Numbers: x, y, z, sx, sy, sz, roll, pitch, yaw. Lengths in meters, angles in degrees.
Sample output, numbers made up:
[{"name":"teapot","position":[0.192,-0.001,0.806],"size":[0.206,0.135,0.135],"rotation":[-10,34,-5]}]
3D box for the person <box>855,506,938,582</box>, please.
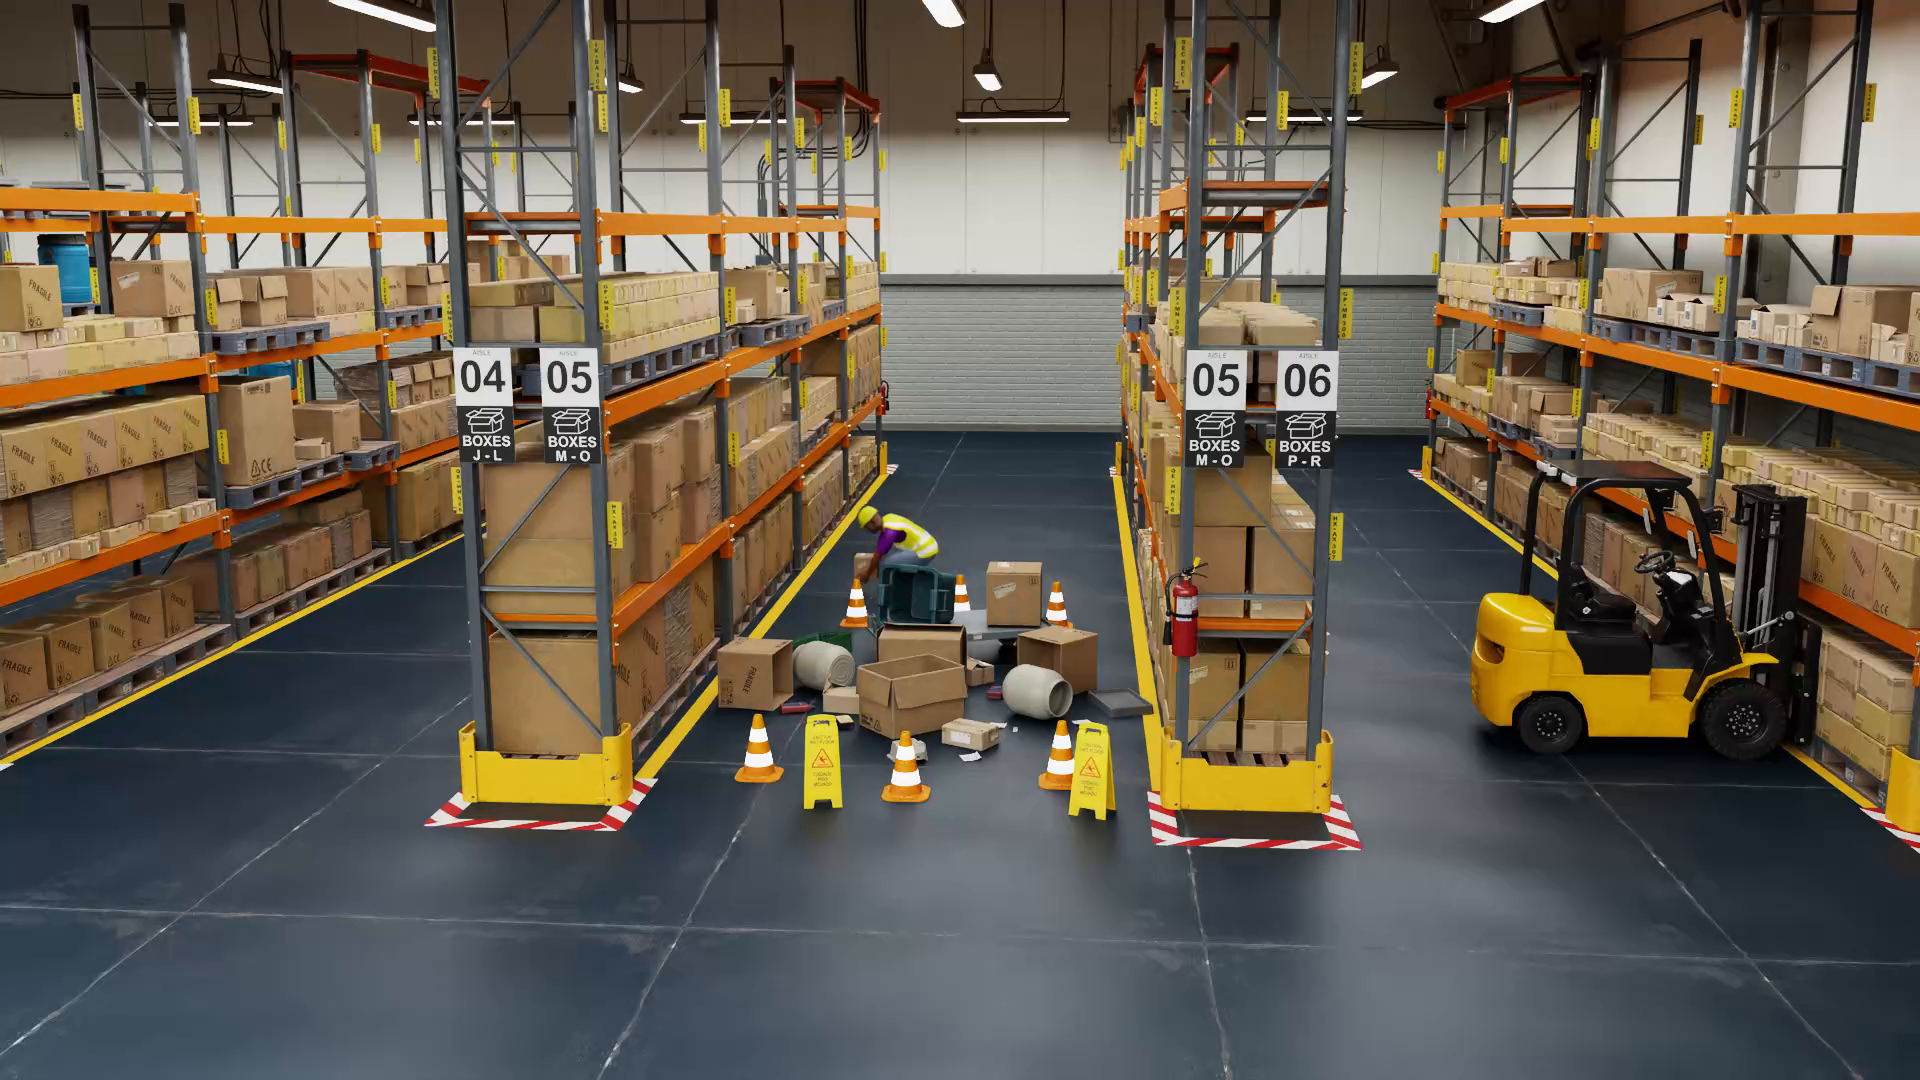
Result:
[{"name":"person","position":[-0.692,0.129,18.240],"size":[0.905,1.011,0.541],"rotation":[0,11,2]}]
